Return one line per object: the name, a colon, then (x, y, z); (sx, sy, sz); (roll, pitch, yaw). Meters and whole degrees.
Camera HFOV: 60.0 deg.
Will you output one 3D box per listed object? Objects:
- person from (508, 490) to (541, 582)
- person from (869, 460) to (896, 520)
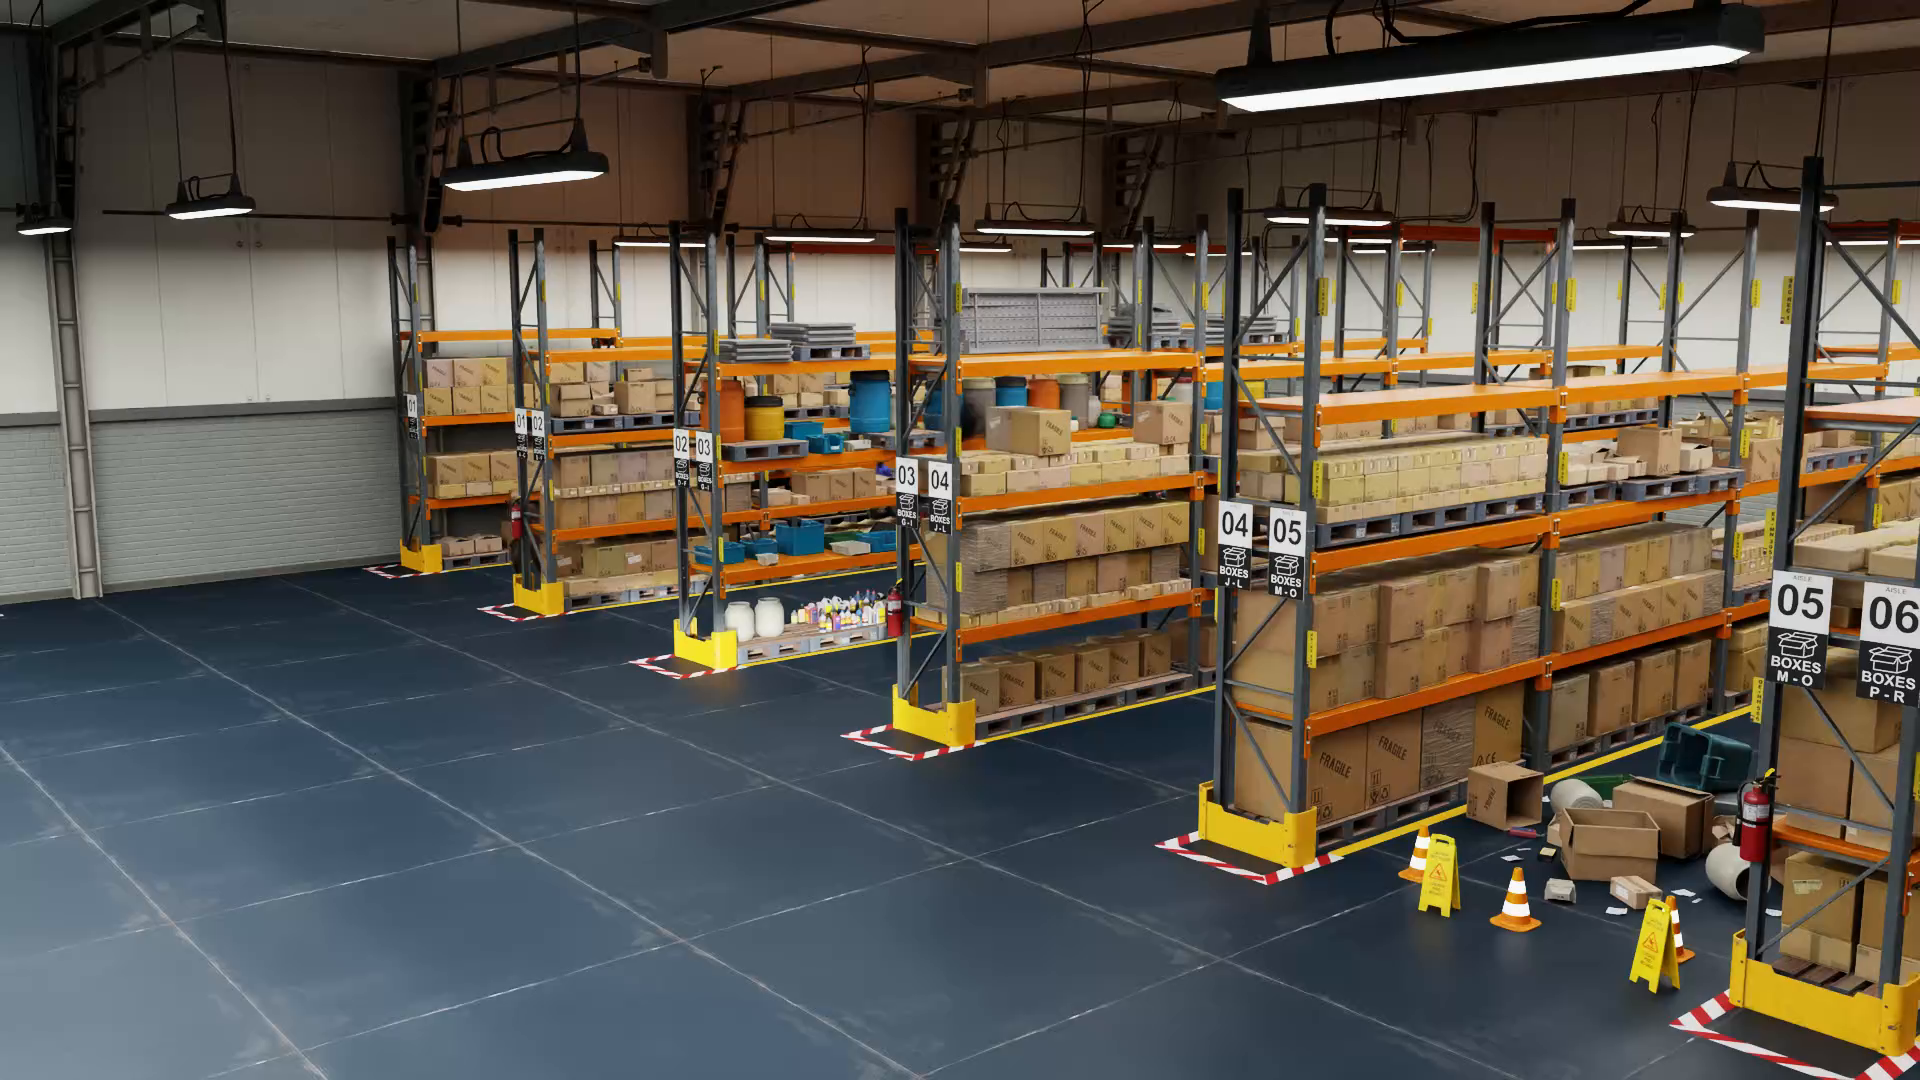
person: (-7.417, 0.001, 28.450); (0.750, 1.796, 1.034); (4, 10, 23)
person: (-1.617, -0.952, 34.521); (0.553, 1.716, 0.843); (7, 11, 38)
